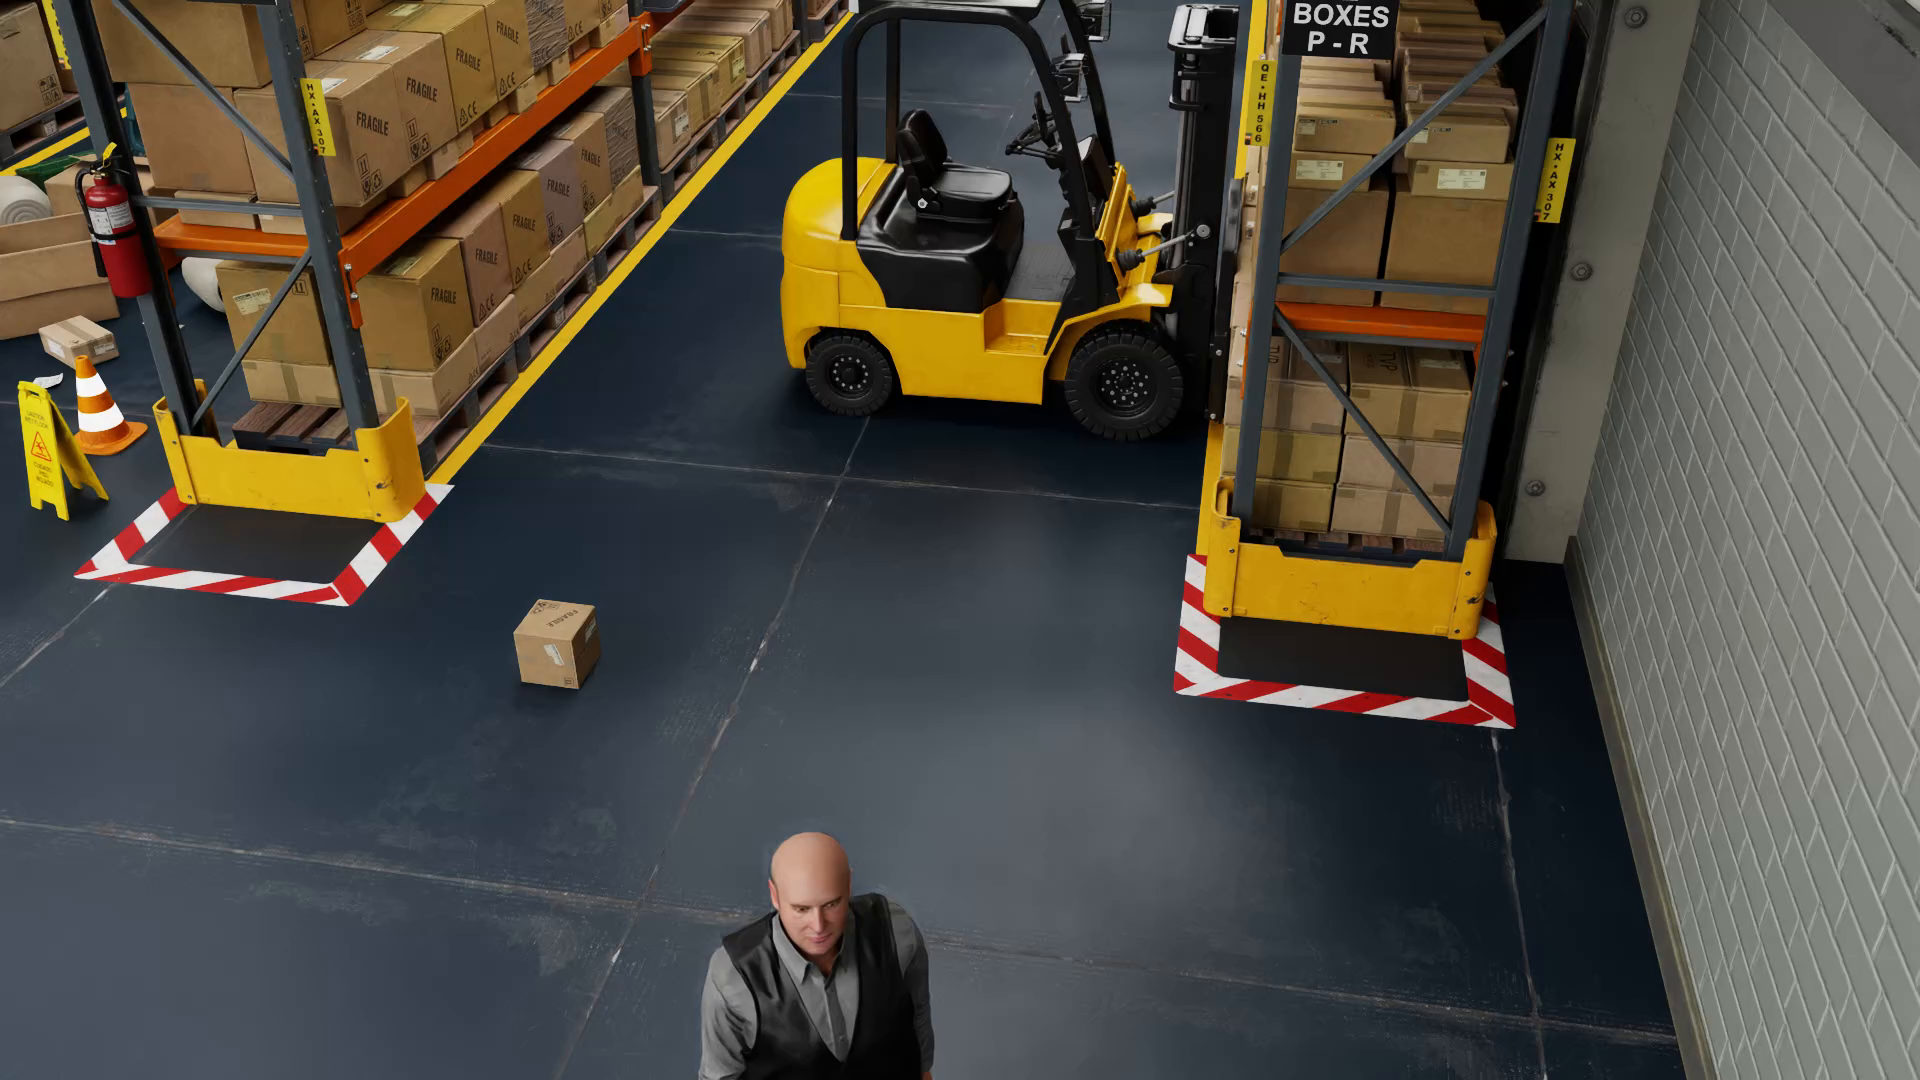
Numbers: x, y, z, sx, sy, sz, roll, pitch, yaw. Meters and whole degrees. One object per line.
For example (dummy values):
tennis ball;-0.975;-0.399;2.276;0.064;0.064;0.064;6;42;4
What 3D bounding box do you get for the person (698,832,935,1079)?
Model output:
person;-0.304;1.430;3.919;0.571;1.791;0.586;-9;33;-14
